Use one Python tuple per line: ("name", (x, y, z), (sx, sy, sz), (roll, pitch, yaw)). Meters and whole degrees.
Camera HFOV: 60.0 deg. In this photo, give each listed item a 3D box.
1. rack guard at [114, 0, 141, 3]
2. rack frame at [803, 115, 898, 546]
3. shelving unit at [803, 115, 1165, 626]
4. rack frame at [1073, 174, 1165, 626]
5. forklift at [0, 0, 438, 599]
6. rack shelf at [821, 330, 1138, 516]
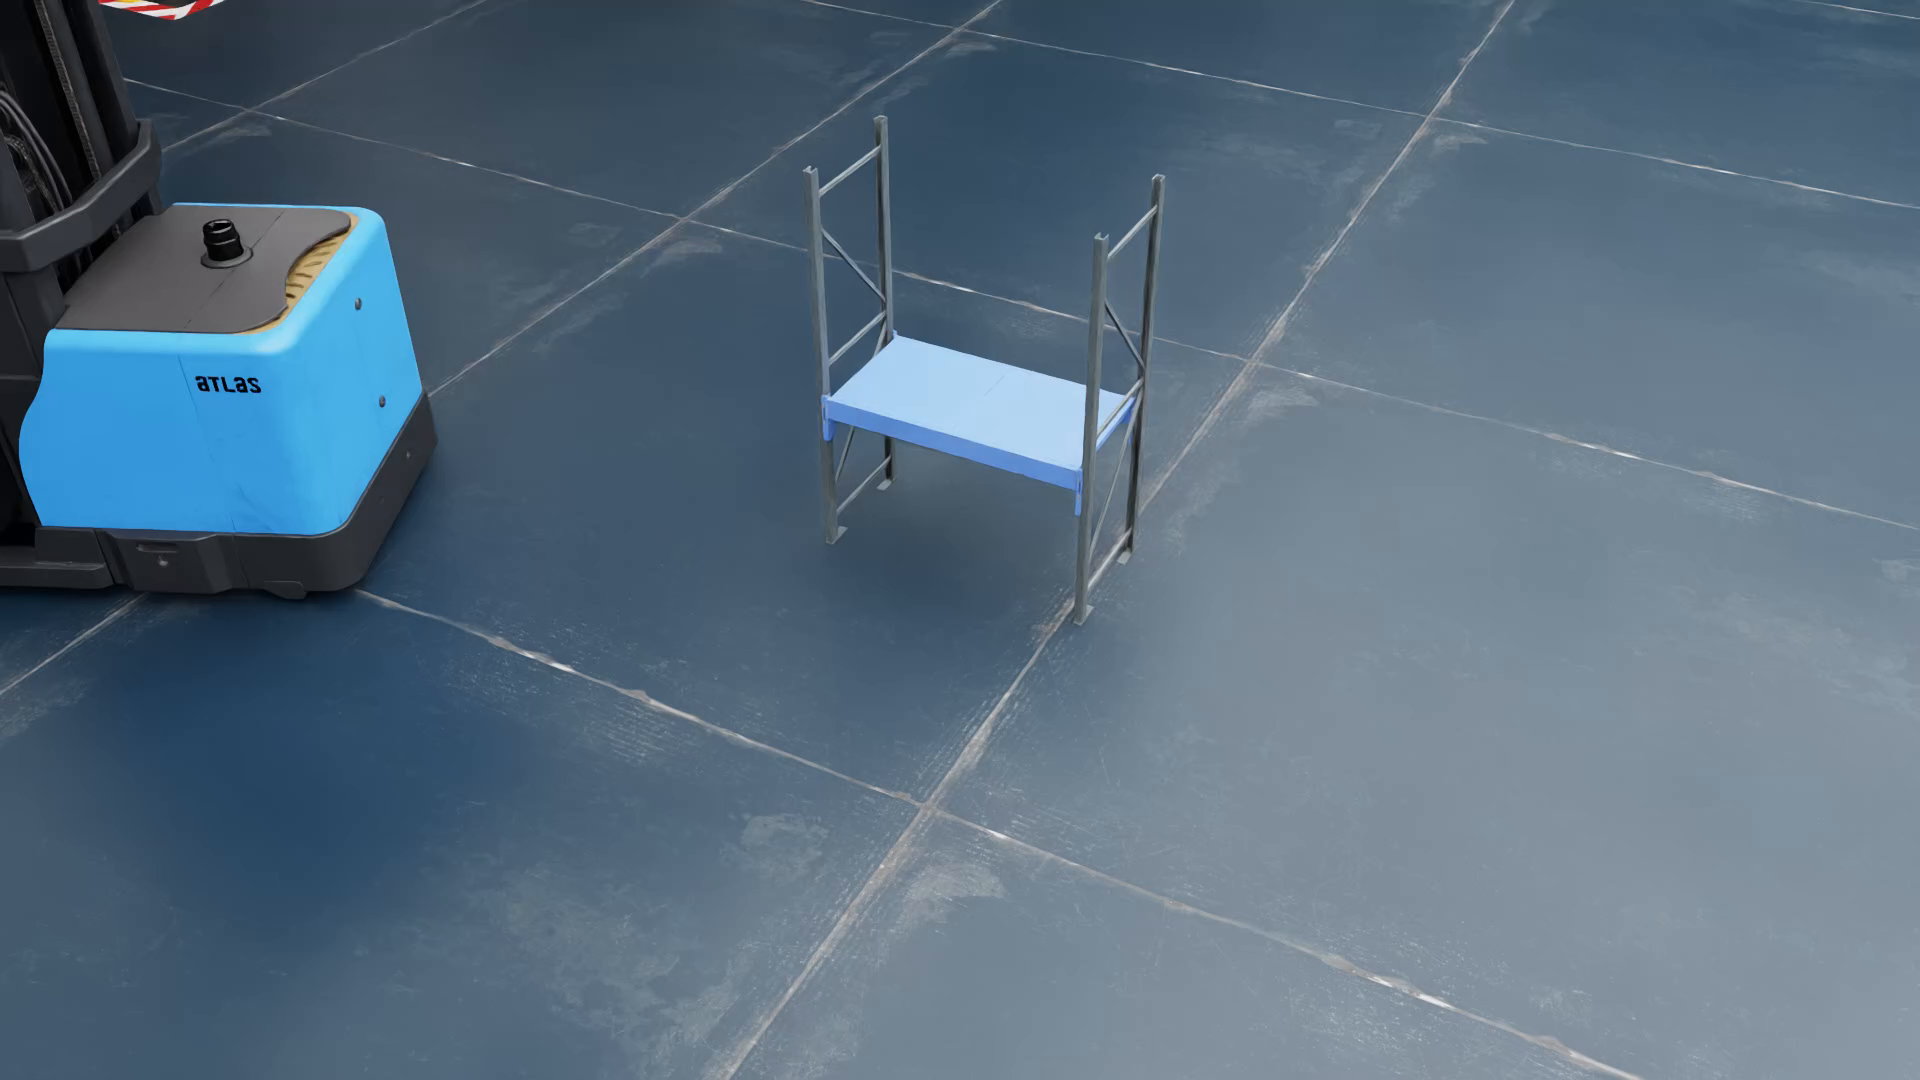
("rack guard", (-5.298, -4.060, 11.185), (0.348, 0.500, 1.175), (17, 41, 21))
("rack frame", (-0.376, -0.715, 5.952), (0.032, 1.500, 0.500), (17, 41, 21))
("shelving unit", (0.076, -0.574, 5.765), (1.048, 1.500, 0.538), (17, 41, 21))
("rack frame", (0.527, -0.432, 5.579), (0.032, 1.500, 0.500), (17, 41, 21))
("forklift", (-3.625, -1.293, 5.530), (3.031, 2.935, 1.130), (2, 37, 3))
("rack shelf", (0.076, -0.430, 5.874), (1.000, 0.185, 0.538), (17, 41, 21))
